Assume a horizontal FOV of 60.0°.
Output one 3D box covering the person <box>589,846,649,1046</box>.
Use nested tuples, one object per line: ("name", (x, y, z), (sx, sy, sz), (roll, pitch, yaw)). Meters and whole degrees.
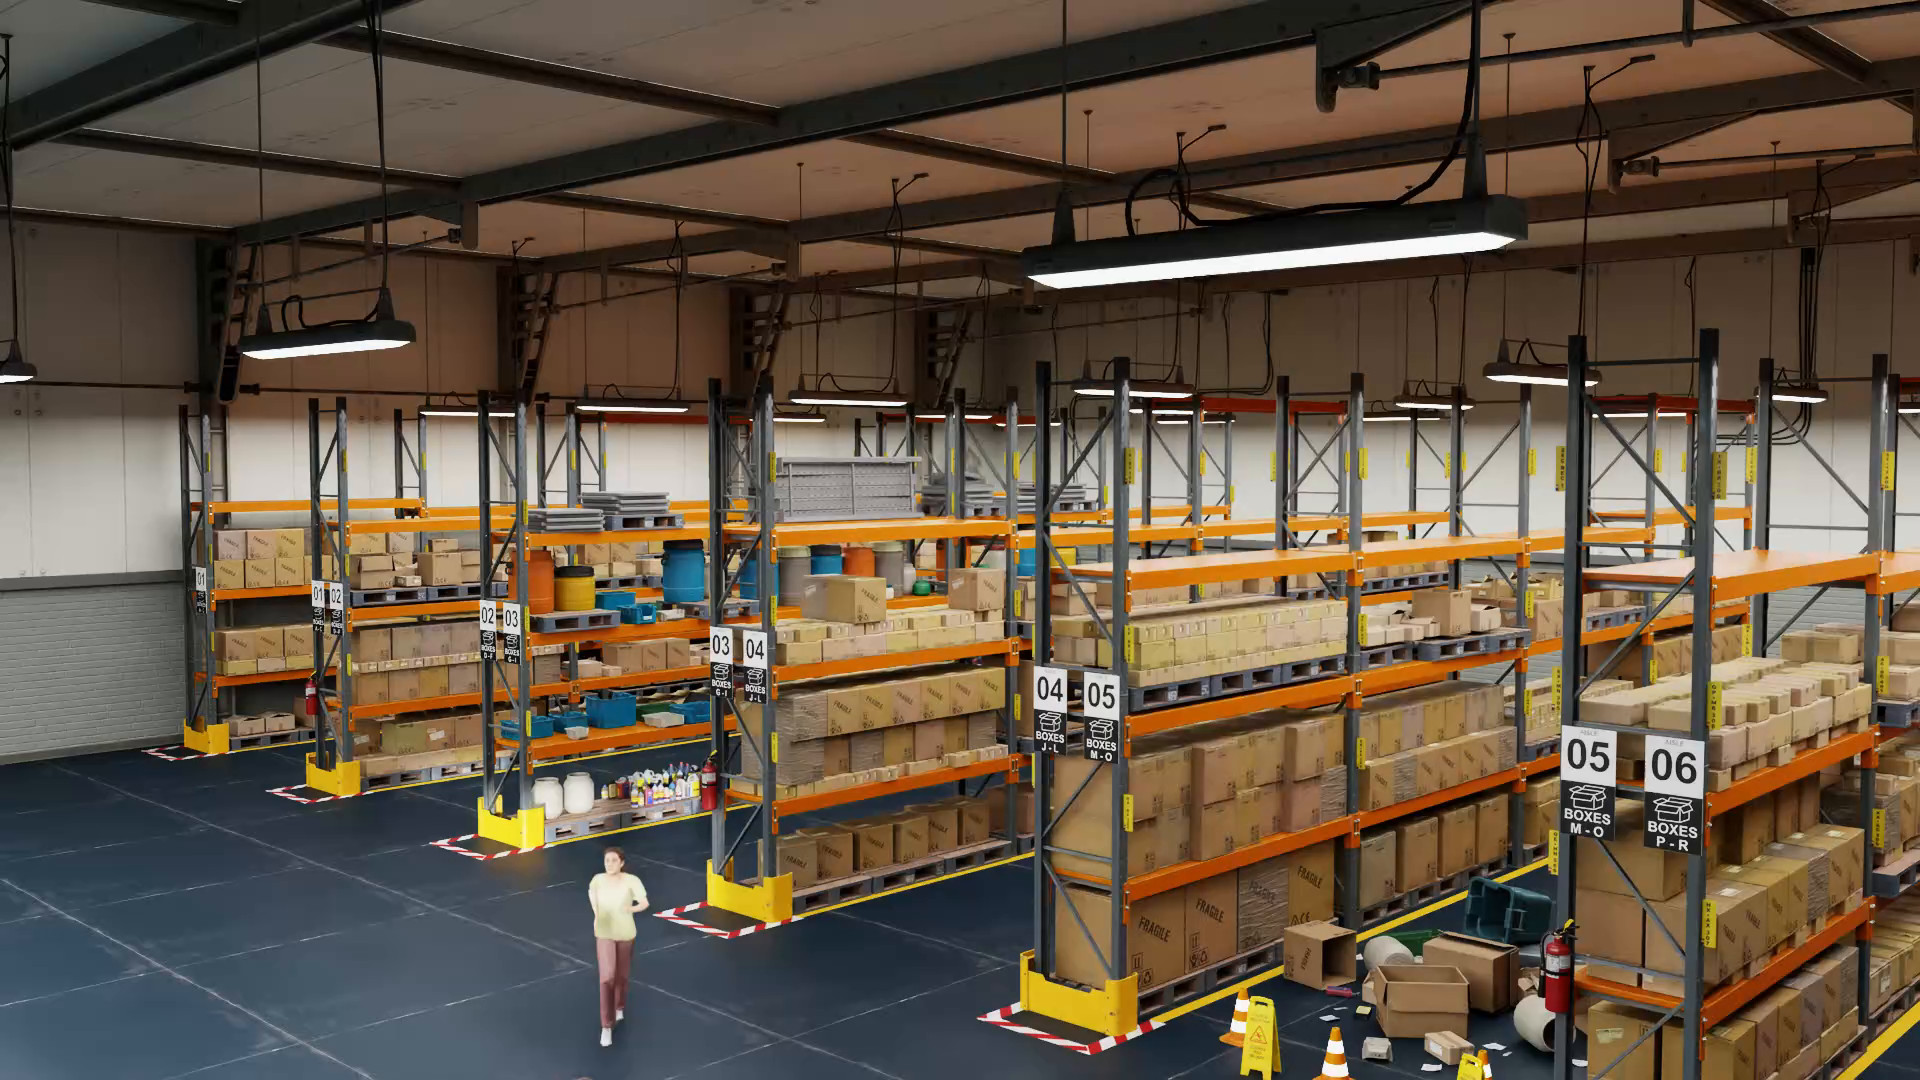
("person", (-3.032, 3.562, 14.776), (0.546, 1.730, 0.735), (0, 3, -8))
